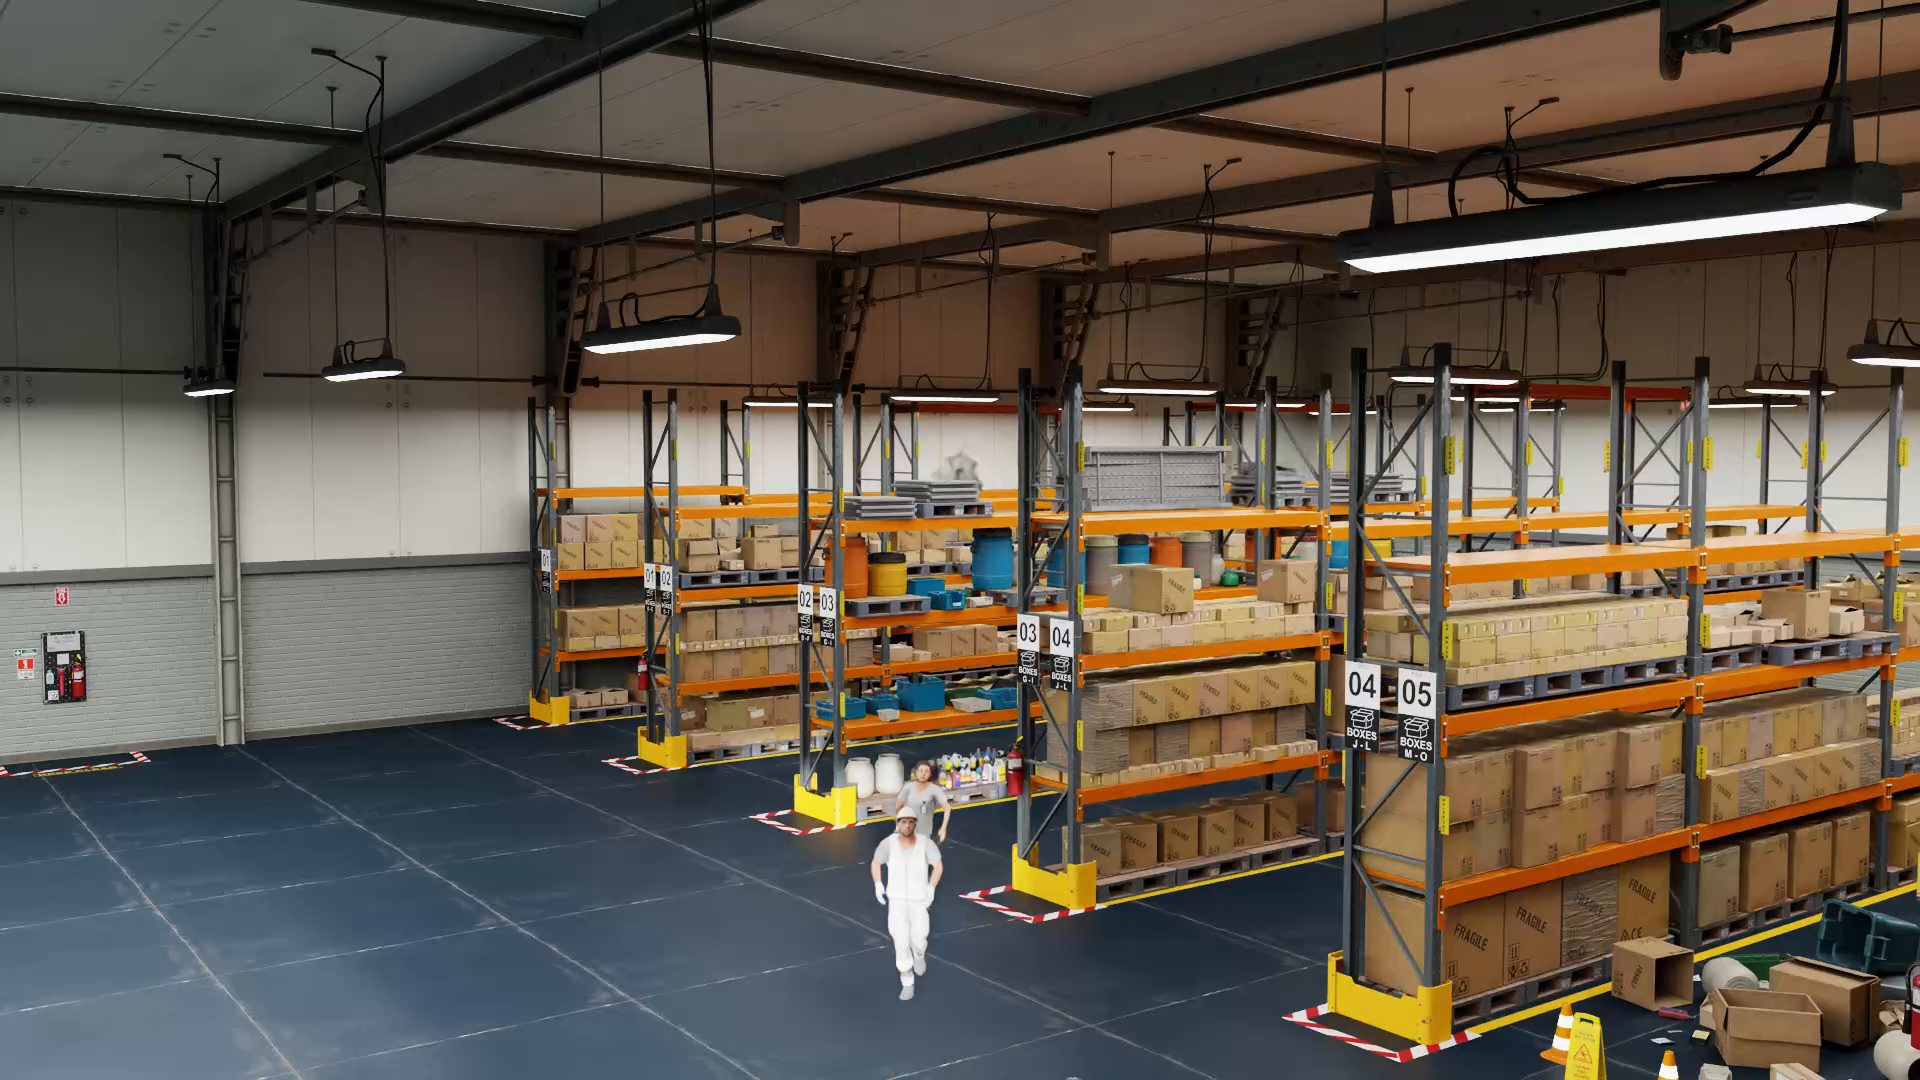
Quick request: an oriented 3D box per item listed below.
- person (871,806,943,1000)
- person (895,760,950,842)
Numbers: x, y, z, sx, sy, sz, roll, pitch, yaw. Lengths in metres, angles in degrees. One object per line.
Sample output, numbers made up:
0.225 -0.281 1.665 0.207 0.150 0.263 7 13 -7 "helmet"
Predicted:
-0.503 3.370 15.663 0.679 1.763 0.656 0 3 1 "person"
-0.461 3.261 18.561 0.617 1.607 0.544 1 4 19 "person"
